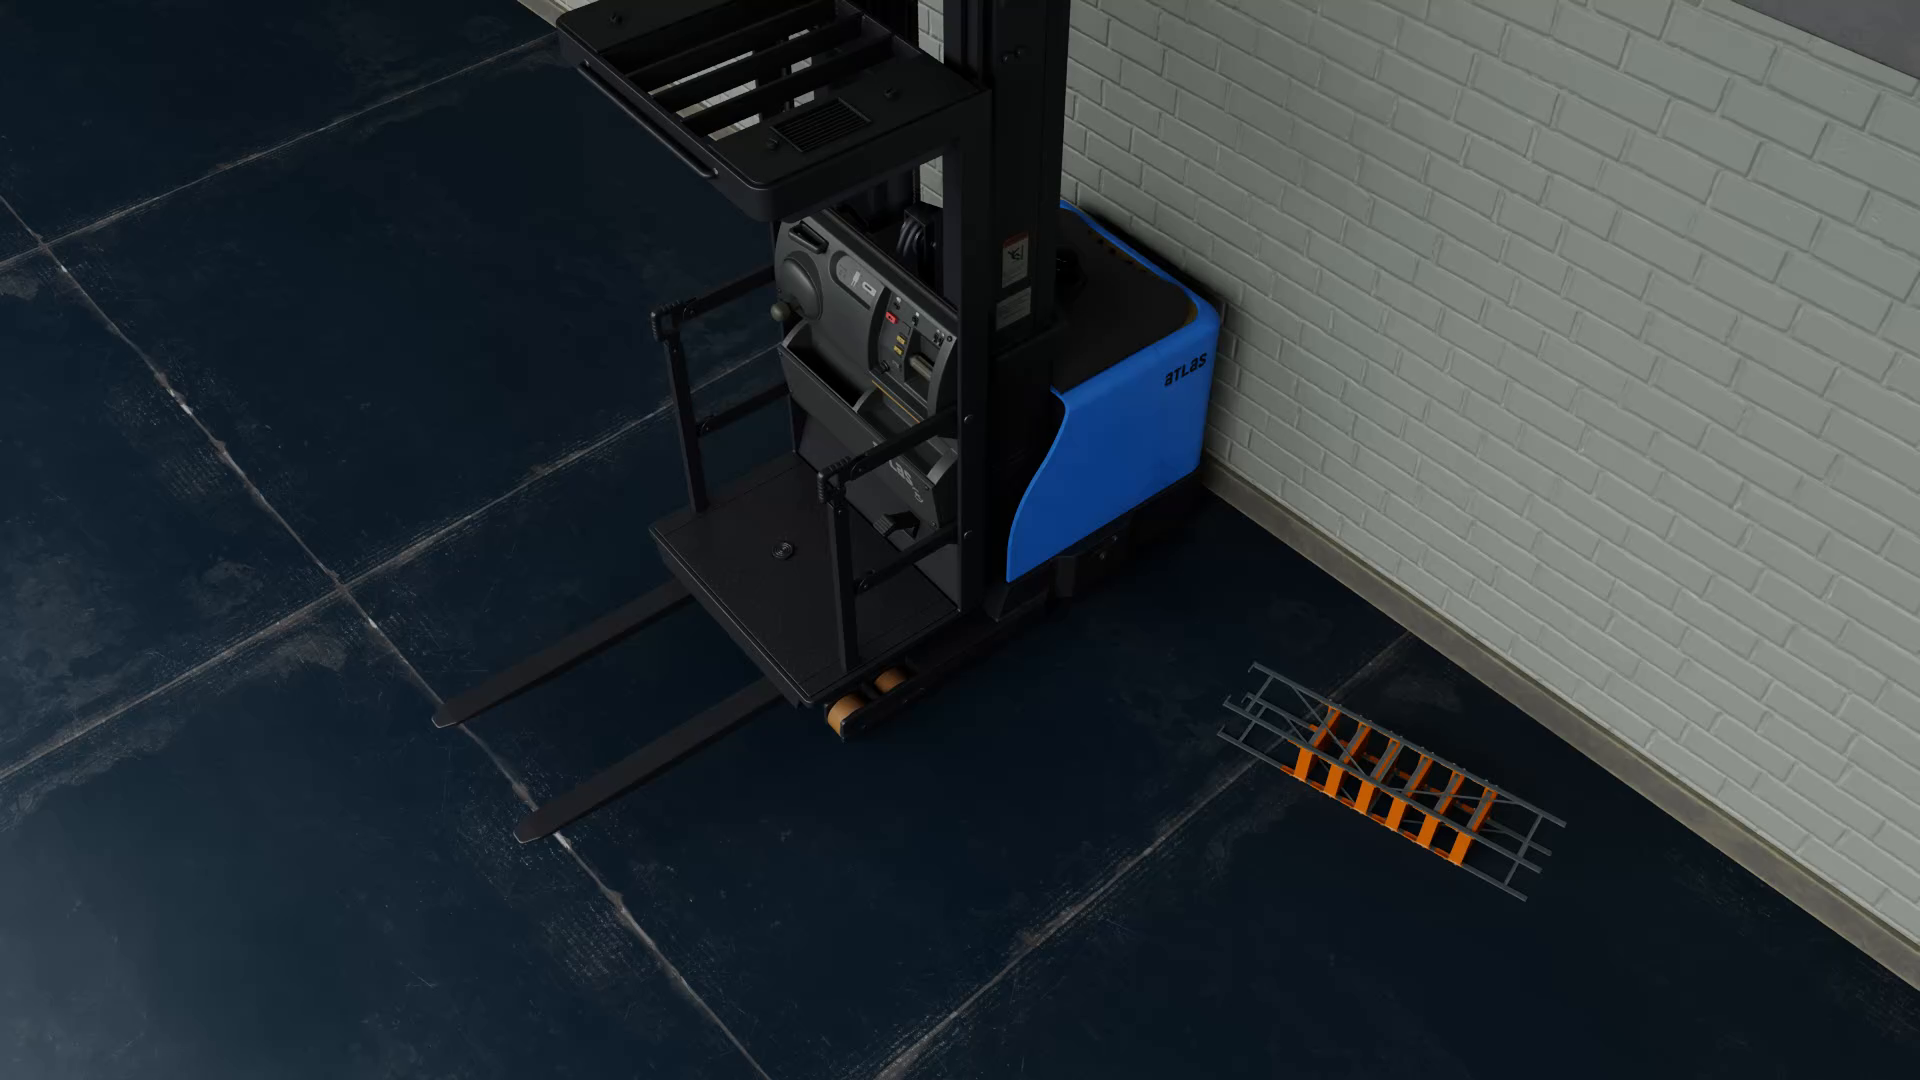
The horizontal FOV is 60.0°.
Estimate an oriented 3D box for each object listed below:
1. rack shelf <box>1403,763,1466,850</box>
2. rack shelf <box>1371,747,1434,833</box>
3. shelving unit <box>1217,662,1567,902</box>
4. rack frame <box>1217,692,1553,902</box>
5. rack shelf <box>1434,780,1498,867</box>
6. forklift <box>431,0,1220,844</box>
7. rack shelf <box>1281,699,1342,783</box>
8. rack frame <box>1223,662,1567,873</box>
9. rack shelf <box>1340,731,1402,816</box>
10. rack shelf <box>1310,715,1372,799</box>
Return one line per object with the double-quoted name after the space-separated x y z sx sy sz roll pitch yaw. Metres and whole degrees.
1.666 0.924 5.819 0.103 0.180 0.258 28 53 23 "rack shelf"
1.568 0.873 5.865 0.103 0.180 0.258 28 53 23 "rack shelf"
1.506 0.840 5.895 1.200 0.189 0.258 28 53 23 "shelving unit"
1.506 0.902 5.962 1.200 0.006 0.240 28 53 23 "rack frame"
1.764 0.975 5.772 0.103 0.180 0.258 28 53 23 "rack shelf"
-0.490 -0.709 5.463 3.031 2.935 1.130 -30 54 -25 "forklift"
1.274 0.718 6.005 0.103 0.180 0.258 28 53 23 "rack shelf"
1.507 0.778 5.827 1.200 0.006 0.240 28 53 23 "rack frame"
1.470 0.821 5.912 0.103 0.180 0.258 28 53 23 "rack shelf"
1.372 0.770 5.958 0.103 0.180 0.258 28 53 23 "rack shelf"
